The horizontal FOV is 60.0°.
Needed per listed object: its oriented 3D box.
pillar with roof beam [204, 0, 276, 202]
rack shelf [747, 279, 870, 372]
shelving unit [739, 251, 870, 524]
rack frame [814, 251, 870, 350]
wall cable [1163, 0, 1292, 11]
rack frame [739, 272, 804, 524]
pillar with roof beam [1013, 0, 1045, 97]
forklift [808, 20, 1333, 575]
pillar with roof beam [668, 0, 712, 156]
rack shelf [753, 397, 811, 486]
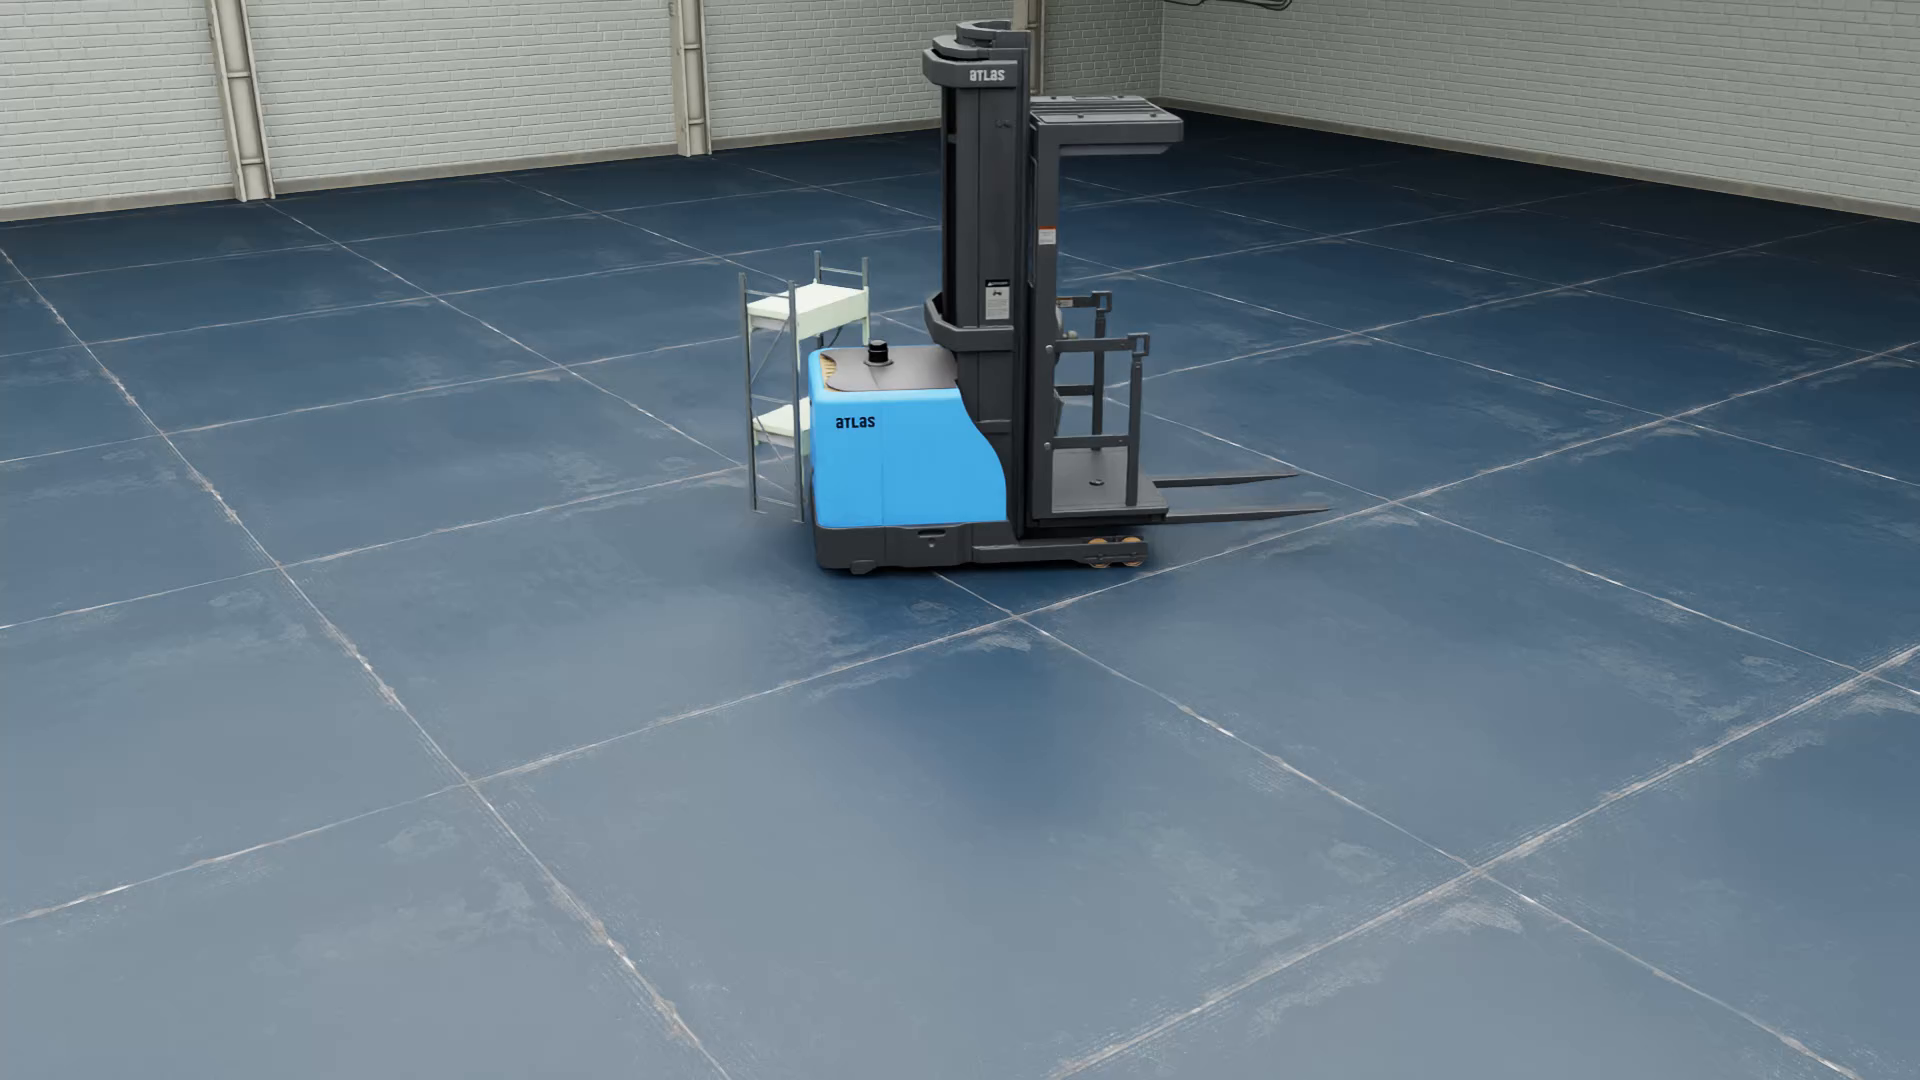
[{"bbox_3d":[-6.134,-7.083,15.505,0.400,9.000,9.100,-15,26,-33],"label":"pillar with roof beam"},{"bbox_3d":[-0.931,-1.314,10.113,0.431,0.370,0.720,13,25,30],"label":"rack shelf"},{"bbox_3d":[-0.931,-0.952,10.258,0.431,1.500,0.755,13,25,30],"label":"shelving unit"},{"bbox_3d":[-0.734,-1.066,10.544,0.400,1.500,0.023,13,25,30],"label":"rack frame"},{"bbox_3d":[4.256,-9.773,26.436,0.112,2.526,3.097,-15,26,-33],"label":"wall cable"},{"bbox_3d":[-1.128,-0.837,9.971,0.400,1.500,0.023,13,25,30],"label":"rack frame"},{"bbox_3d":[3.607,-9.681,22.014,0.400,9.000,9.100,-15,26,-33],"label":"pillar with roof beam"},{"bbox_3d":[0.645,-1.391,9.428,3.031,2.935,1.130,-3,22,-7],"label":"forklift"},{"bbox_3d":[-1.264,-8.382,18.760,0.400,9.000,9.100,-15,26,-33],"label":"pillar with roof beam"},{"bbox_3d":[-0.931,-0.649,10.379,0.431,0.370,0.720,13,25,30],"label":"rack shelf"}]
